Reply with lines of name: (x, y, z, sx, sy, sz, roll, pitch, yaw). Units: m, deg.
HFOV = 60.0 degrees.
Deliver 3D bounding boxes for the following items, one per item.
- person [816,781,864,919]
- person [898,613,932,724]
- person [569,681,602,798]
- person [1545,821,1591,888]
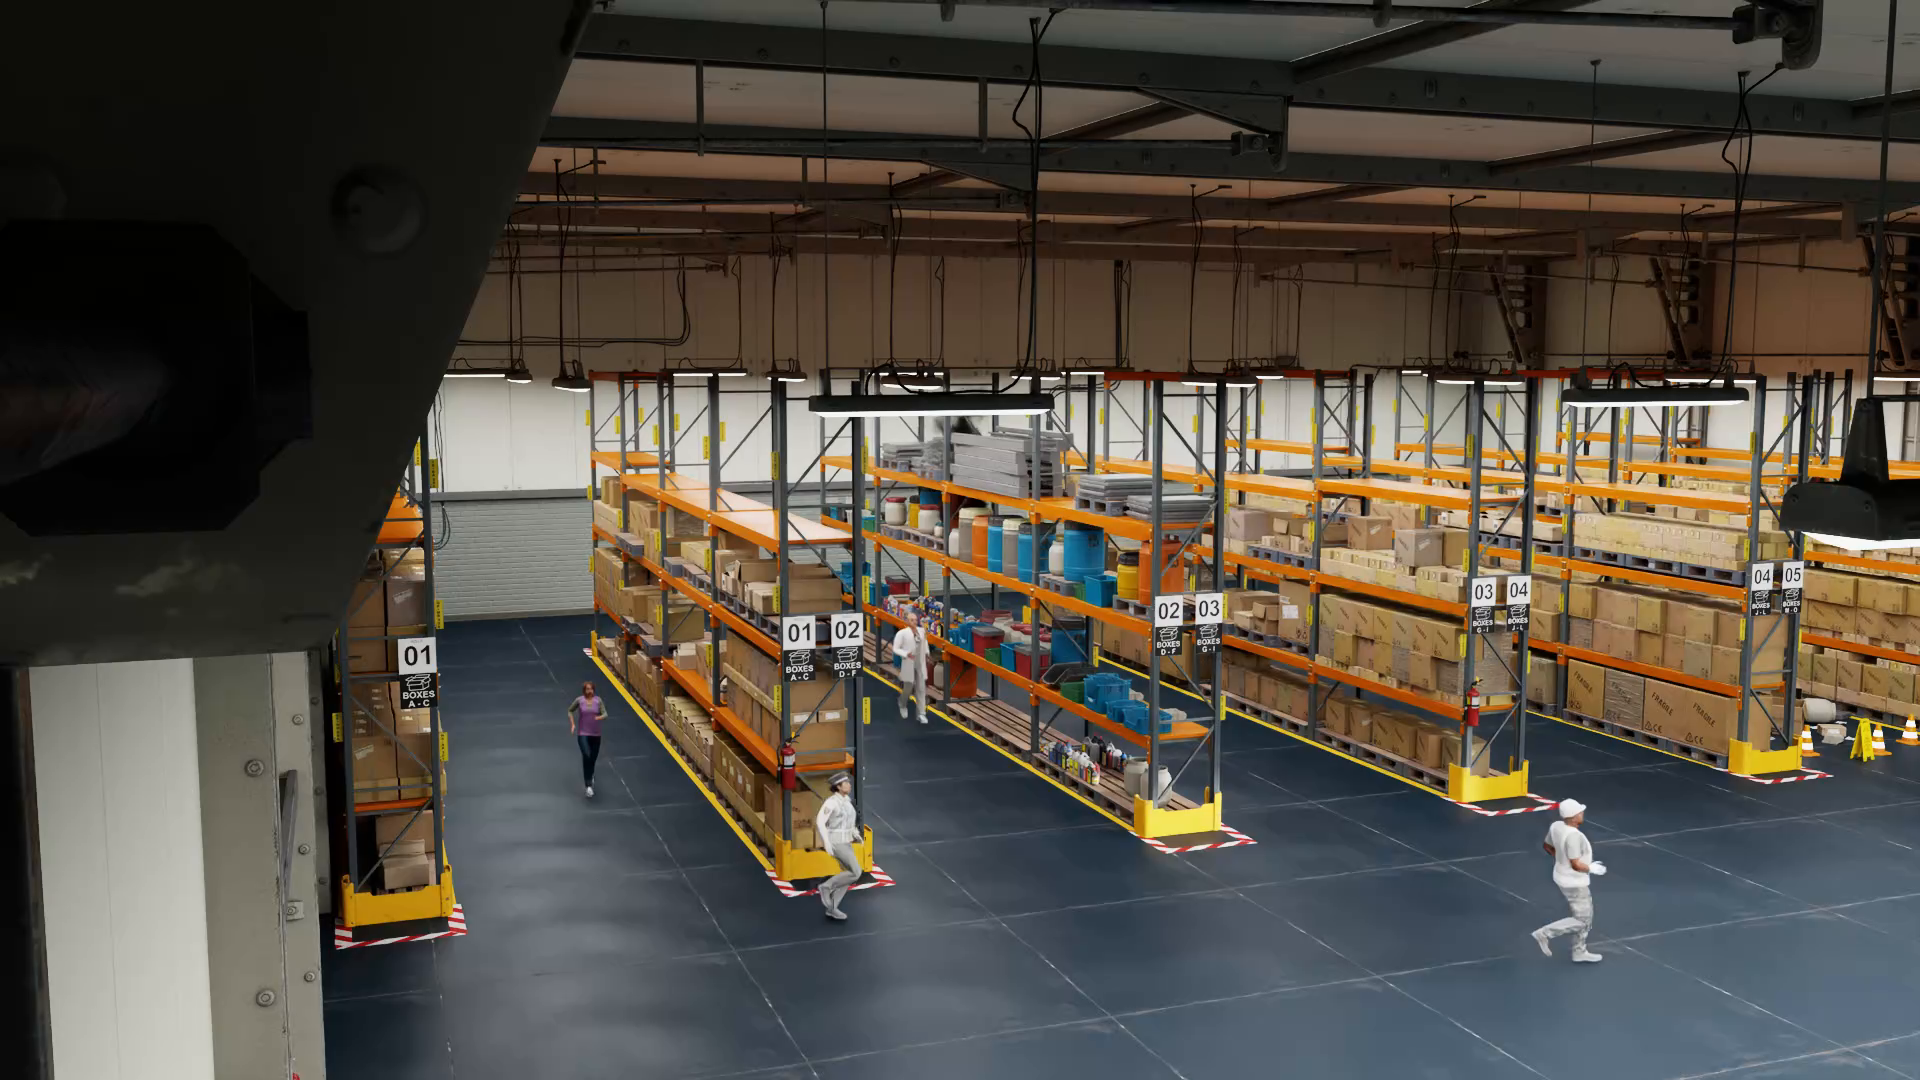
person: (-1.302, 3.450, 18.847, 0.492, 1.573, 0.639, 2, 7, 18)
person: (-0.759, 2.100, 27.411, 0.677, 1.793, 0.940, -3, 7, -27)
person: (-5.397, 2.841, 24.071, 0.455, 1.632, 0.759, -3, 7, -26)
person: (6.333, 3.252, 17.243, 0.365, 0.626, 0.661, 0, 6, 1)
